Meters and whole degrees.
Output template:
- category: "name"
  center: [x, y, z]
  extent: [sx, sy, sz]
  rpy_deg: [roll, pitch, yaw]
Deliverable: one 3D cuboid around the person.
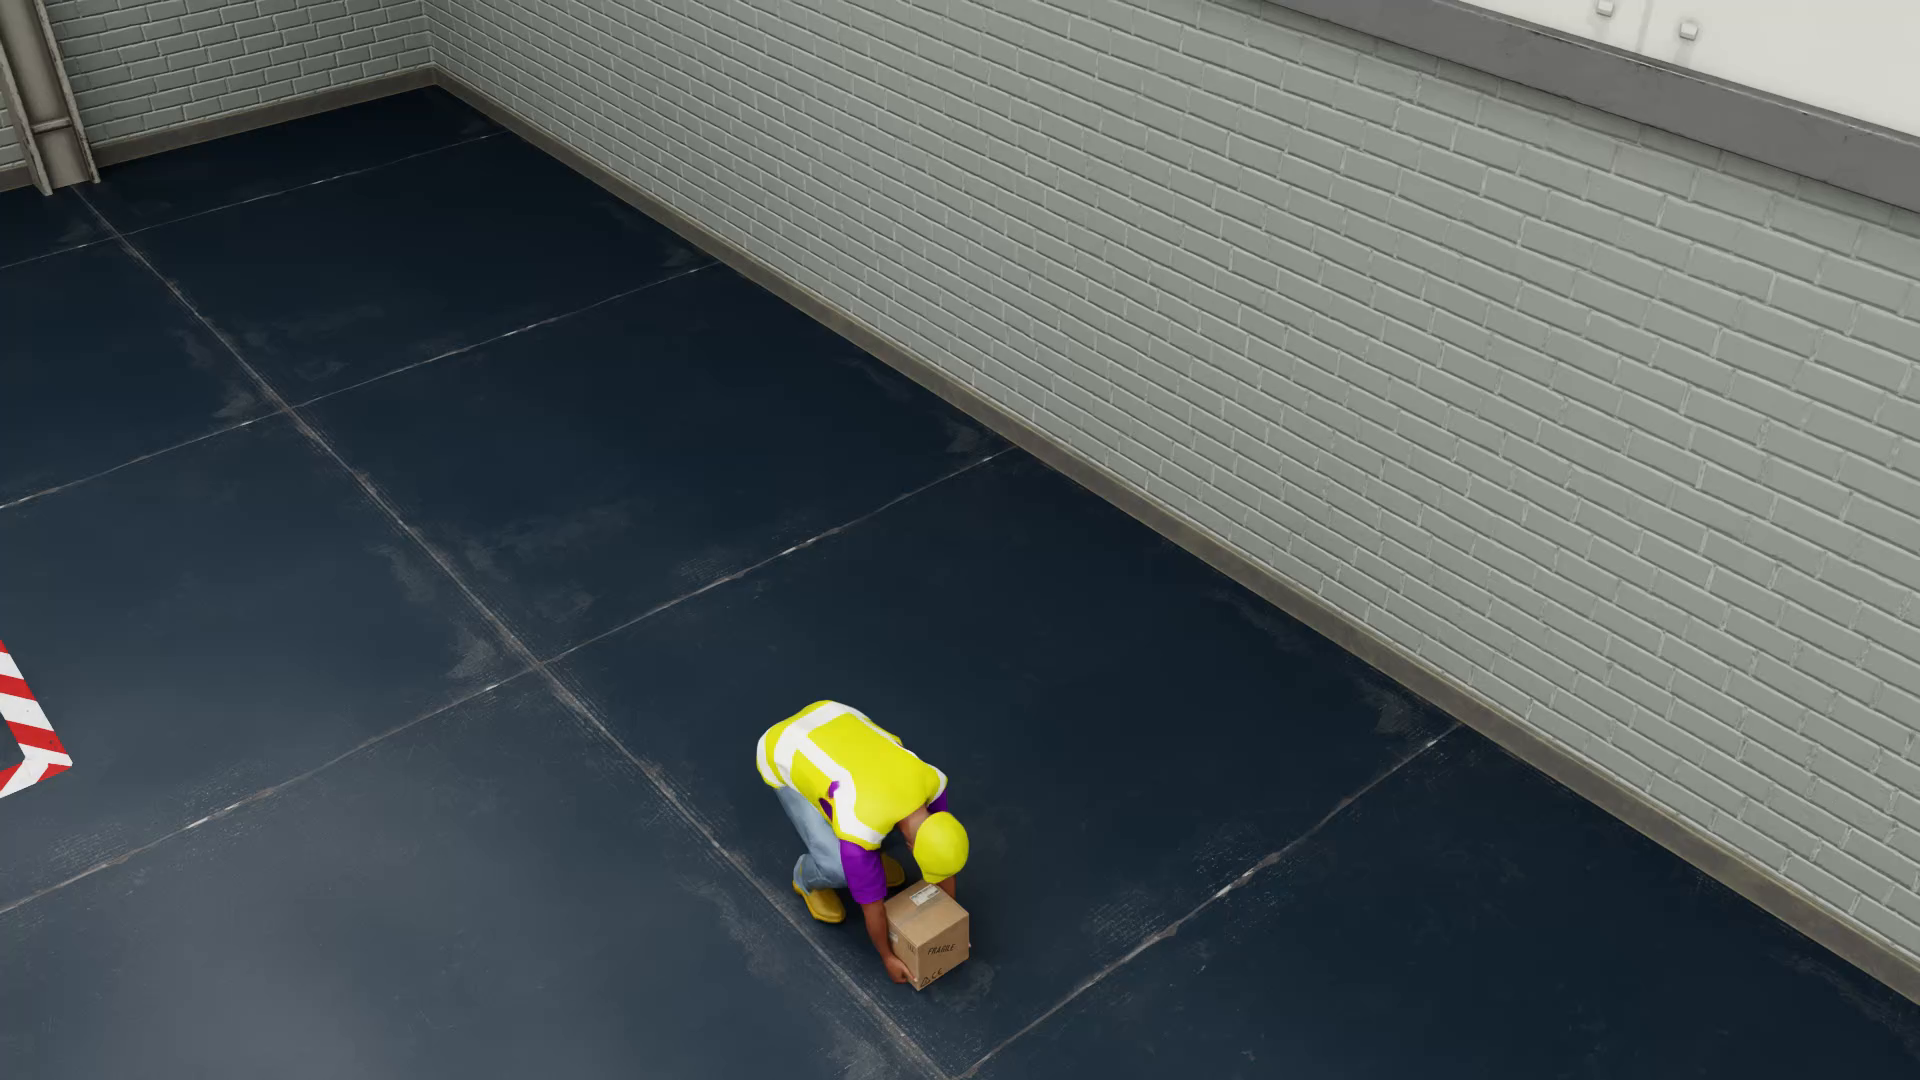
- category: "person"
  center: [-0.332, 1.115, 6.311]
  extent: [0.518, 0.863, 0.980]
  rpy_deg: [-28, 44, -33]
